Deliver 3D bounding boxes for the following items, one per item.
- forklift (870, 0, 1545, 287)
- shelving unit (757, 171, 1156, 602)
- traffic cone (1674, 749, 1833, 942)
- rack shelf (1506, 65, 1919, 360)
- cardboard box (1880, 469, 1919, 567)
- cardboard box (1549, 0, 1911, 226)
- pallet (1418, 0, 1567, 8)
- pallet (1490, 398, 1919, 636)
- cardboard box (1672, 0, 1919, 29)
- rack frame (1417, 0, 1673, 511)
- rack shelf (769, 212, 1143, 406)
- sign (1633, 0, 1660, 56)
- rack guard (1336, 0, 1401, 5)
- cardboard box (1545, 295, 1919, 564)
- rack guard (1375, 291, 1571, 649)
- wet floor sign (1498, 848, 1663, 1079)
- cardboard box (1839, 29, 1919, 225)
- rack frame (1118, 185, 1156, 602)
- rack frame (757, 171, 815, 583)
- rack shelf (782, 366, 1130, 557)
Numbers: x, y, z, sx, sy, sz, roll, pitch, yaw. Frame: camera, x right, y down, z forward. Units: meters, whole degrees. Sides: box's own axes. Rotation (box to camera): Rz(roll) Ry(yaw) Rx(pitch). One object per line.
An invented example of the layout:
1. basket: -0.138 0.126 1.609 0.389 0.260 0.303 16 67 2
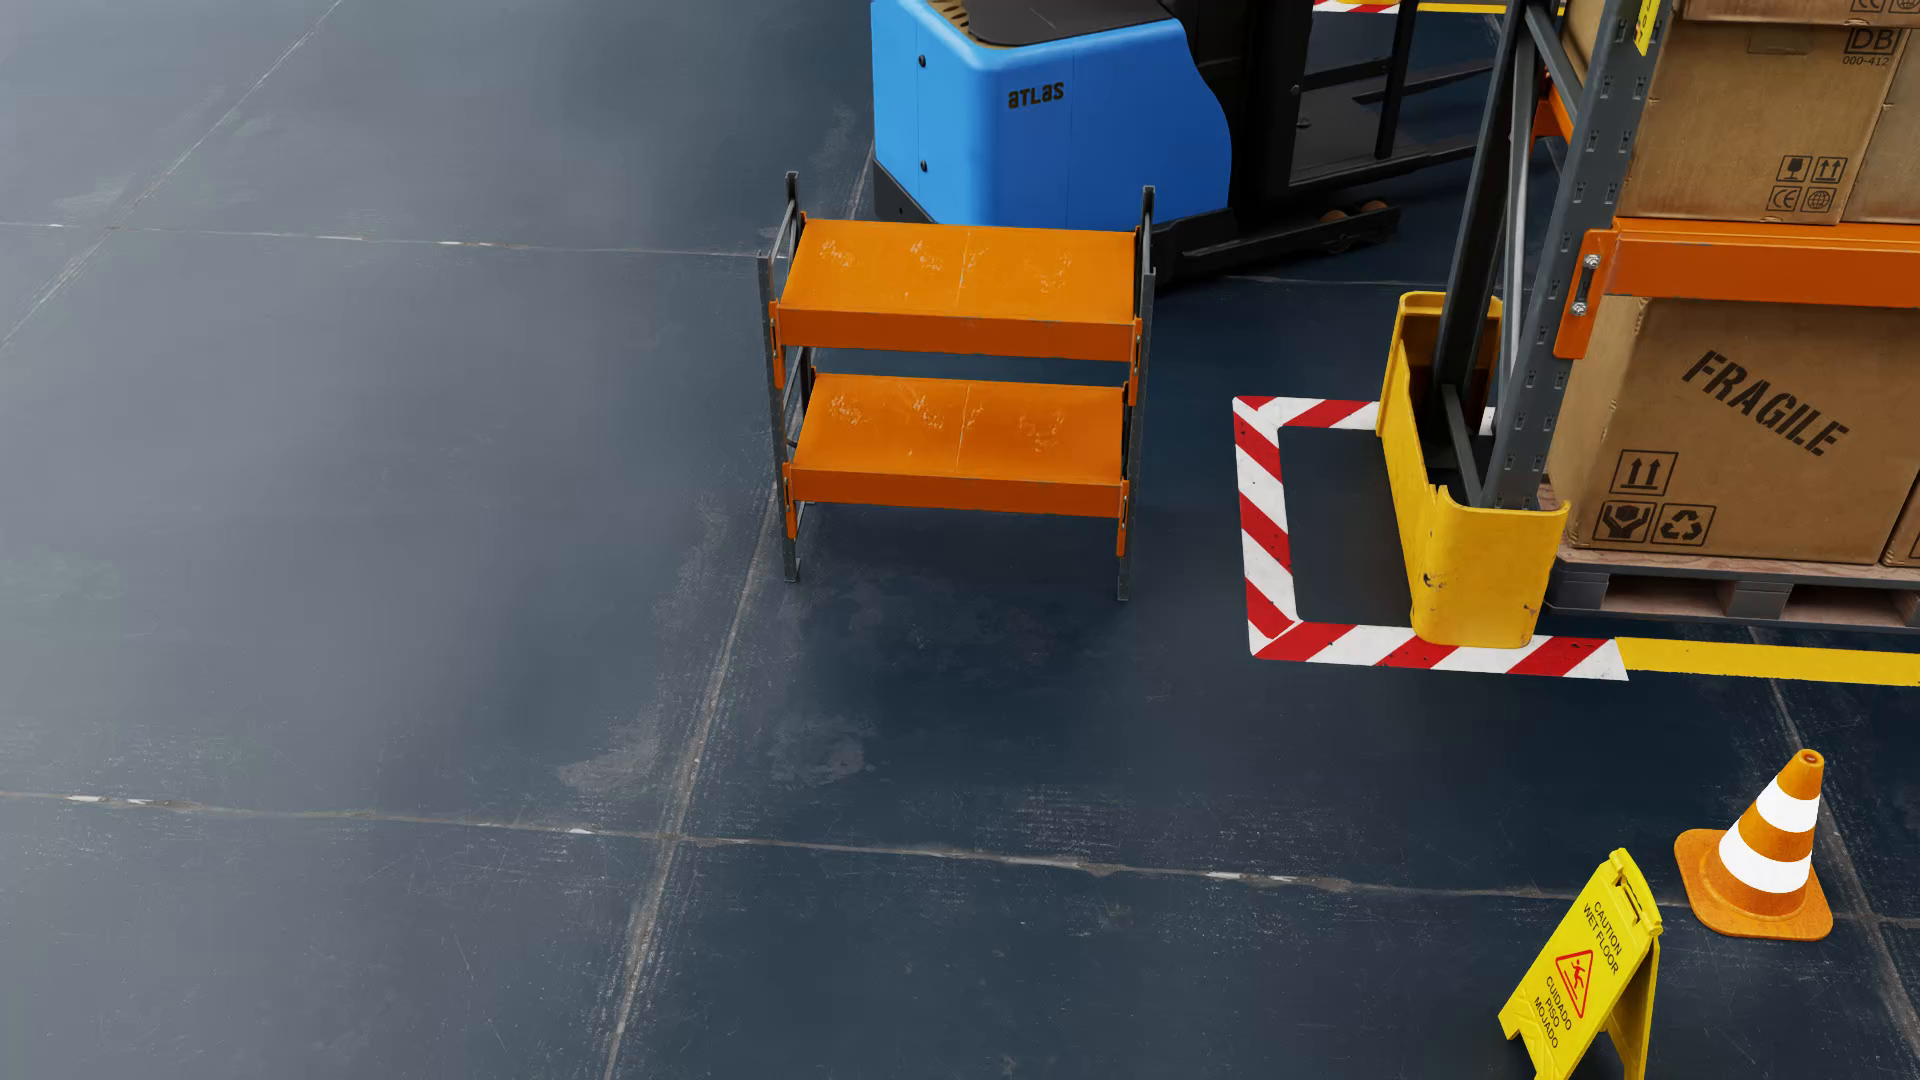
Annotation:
1. forklift: 1.209 -2.569 6.085 3.031 2.935 1.130 -16 42 -19
2. shelving unit: 0.007 -0.436 4.894 1.048 1.125 0.538 3 39 4
3. traffic cone: 1.989 0.689 4.037 0.334 0.463 0.336 3 39 4
4. rack shelf: 3.575 -0.829 4.462 4.000 0.370 1.077 3 39 4
5. cardboard box: 3.141 -0.514 4.855 0.875 0.875 0.875 3 39 3
6. cardboard box: 1.956 -1.283 4.332 0.550 0.550 0.875 3 39 4
7. pallet: 2.993 -3.179 8.988 1.213 0.211 1.003 3 39 4
8. pallet: 2.386 -0.141 5.256 1.213 0.211 1.003 3 39 4
9. cardboard box: 1.949 -1.649 3.926 0.550 0.550 0.875 3 39 4
10. rack frame: 1.583 -1.217 4.369 0.127 3.000 1.000 3 39 4
11. rack shelf: 0.007 -0.663 4.710 1.000 0.278 0.538 3 39 4
12. sign: 1.529 -1.235 3.642 0.005 0.325 0.100 3 39 4
13. rack guard: 2.187 -3.357 8.978 0.348 0.500 1.175 3 39 4
14. cardboard box: 2.264 -0.560 4.913 0.875 0.875 0.875 3 39 4
15. rack guard: 1.559 -0.249 5.159 0.348 0.500 1.175 3 39 4
16. wet floor sign: 1.383 0.940 3.584 0.232 0.644 0.267 -3 39 -4
17. cardboard box: 2.506 -1.267 4.312 0.550 0.550 0.875 3 39 4
18. rack frame: 0.513 -0.408 4.860 0.032 1.125 0.500 3 39 4
19. rack frame: -0.500 -0.464 4.928 0.032 1.125 0.500 3 39 4
20. rack shelf: 0.007 -0.246 5.049 1.000 0.278 0.538 3 39 4
